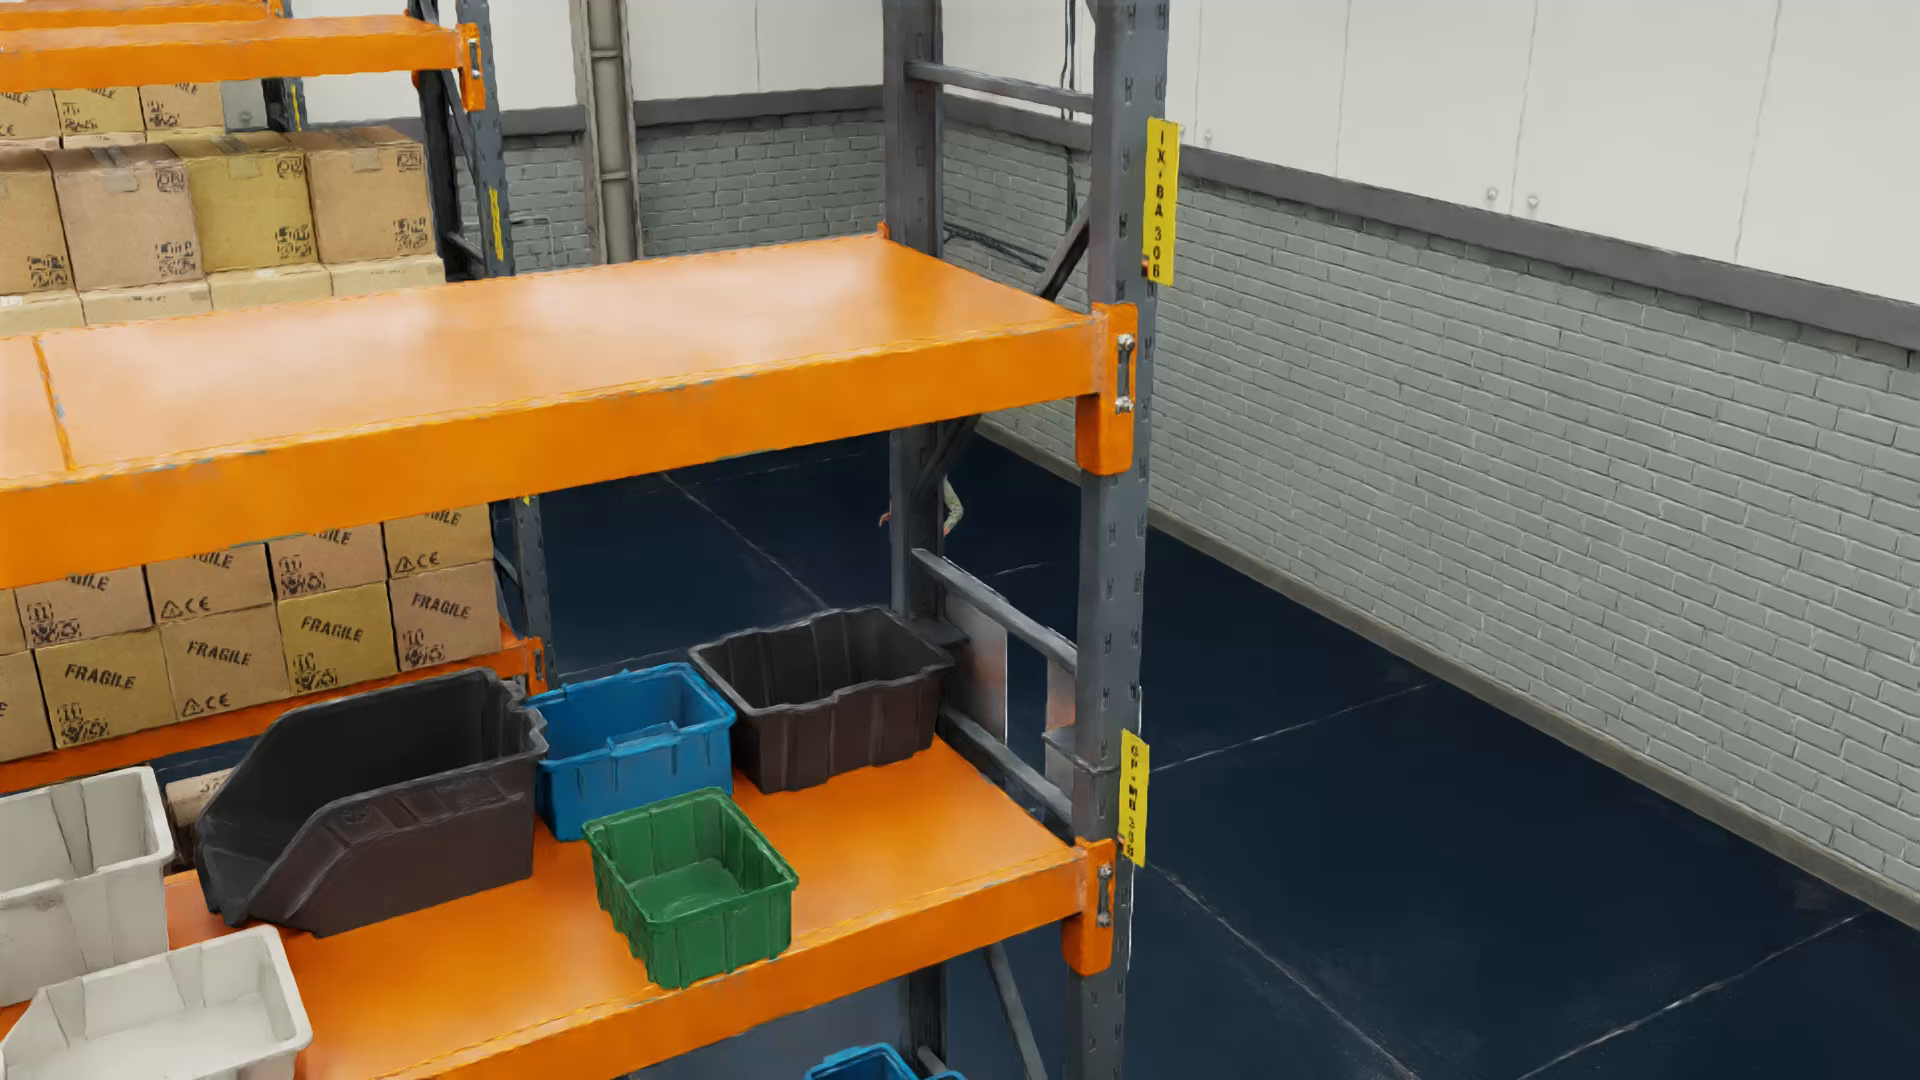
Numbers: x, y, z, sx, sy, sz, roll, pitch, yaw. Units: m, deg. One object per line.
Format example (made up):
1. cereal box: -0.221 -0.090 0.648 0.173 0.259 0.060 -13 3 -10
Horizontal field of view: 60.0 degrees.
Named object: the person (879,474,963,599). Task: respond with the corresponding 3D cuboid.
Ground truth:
1. person: -0.369 0.052 10.941 0.704 1.581 0.586 -16 27 -33
